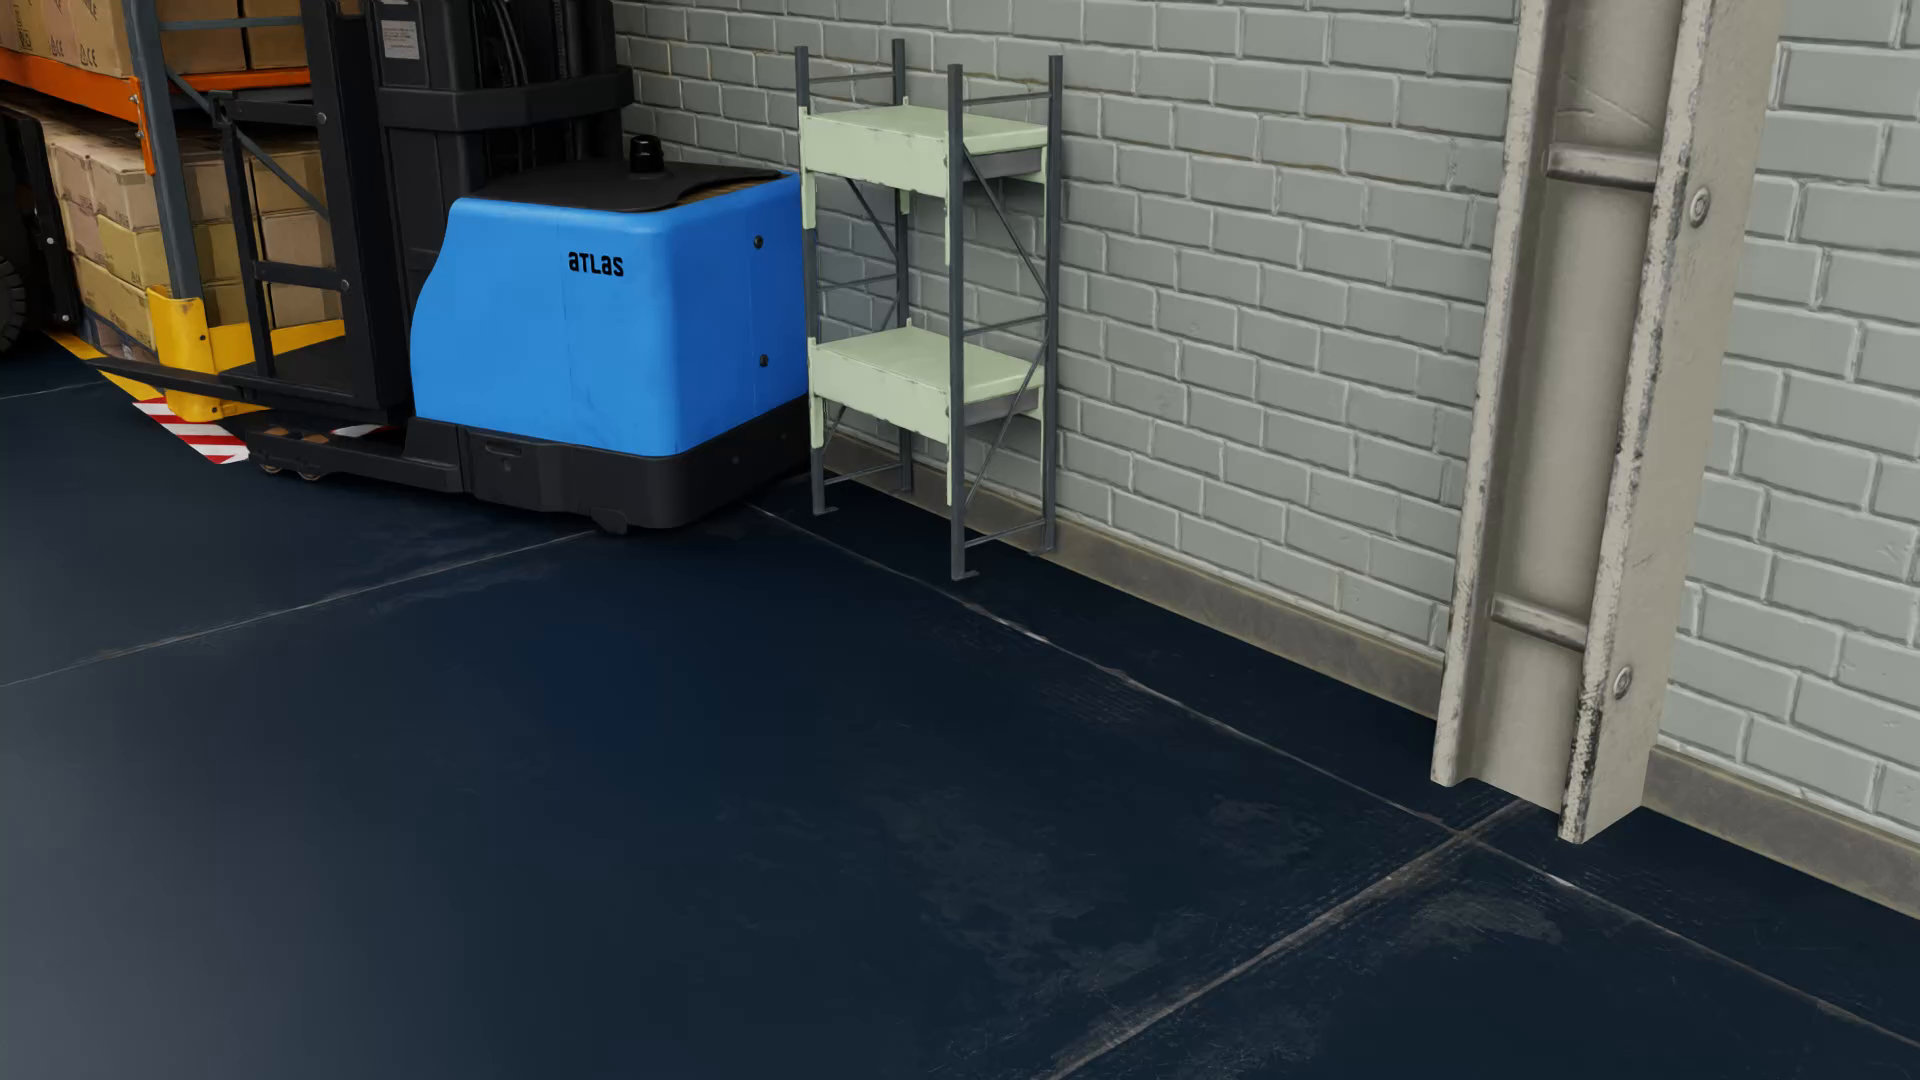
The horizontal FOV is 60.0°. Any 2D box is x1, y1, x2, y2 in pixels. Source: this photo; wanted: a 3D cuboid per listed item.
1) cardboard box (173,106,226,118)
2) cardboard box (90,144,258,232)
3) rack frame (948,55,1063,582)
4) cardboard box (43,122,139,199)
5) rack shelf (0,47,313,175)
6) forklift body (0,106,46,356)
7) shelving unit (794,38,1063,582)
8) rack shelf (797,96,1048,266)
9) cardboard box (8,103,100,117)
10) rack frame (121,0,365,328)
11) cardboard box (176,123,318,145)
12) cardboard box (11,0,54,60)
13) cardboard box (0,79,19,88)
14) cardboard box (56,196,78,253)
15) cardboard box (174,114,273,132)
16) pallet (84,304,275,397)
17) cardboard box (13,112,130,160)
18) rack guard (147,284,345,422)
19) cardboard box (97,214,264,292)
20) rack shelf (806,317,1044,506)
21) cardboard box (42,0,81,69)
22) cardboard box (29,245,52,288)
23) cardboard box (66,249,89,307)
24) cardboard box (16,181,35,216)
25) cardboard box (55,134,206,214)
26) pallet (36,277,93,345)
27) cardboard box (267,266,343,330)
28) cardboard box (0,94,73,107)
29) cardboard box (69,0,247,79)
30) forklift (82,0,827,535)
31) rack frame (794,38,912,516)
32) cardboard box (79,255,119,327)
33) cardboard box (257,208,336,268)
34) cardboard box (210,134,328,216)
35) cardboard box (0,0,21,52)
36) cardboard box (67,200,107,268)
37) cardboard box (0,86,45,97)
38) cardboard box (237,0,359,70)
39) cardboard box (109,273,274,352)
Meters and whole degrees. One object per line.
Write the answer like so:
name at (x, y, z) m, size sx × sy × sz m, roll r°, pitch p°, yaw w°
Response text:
cardboard box at (-3.915, -2.033, 8.385) m, size 0.500 × 0.250 × 0.500 m, roll -18°, pitch 28°, yaw -38°
cardboard box at (-3.305, -1.487, 6.991) m, size 0.500 × 0.250 × 0.500 m, roll -16°, pitch 27°, yaw -36°
rack frame at (0.132, -0.622, 4.845) m, size 0.400 × 1.500 × 0.023 m, roll -17°, pitch 27°, yaw -36°
cardboard box at (-3.980, -1.764, 7.698) m, size 0.500 × 0.250 × 0.500 m, roll -17°, pitch 27°, yaw -37°
rack shelf at (-4.074, -2.271, 8.155) m, size 1.077 × 0.370 × 4.000 m, roll -17°, pitch 27°, yaw -37°
forklift body at (-5.388, -1.748, 6.997) m, size 2.313 × 2.155 × 1.214 m, roll -17°, pitch 27°, yaw -37°
shelving unit at (-0.100, -0.725, 5.109) m, size 0.431 × 1.500 × 0.755 m, roll -17°, pitch 27°, yaw -36°
rack shelf at (-0.102, -1.088, 4.966) m, size 0.431 × 0.370 × 0.720 m, roll -17°, pitch 27°, yaw -36°
cardboard box at (-4.642, -2.052, 8.435) m, size 0.500 × 0.250 × 0.500 m, roll -16°, pitch 27°, yaw -36°
rack frame at (-2.769, -2.053, 6.613) m, size 1.000 × 3.000 × 0.127 m, roll -17°, pitch 27°, yaw -37°
cardboard box at (-3.268, -1.749, 7.660) m, size 0.500 × 0.250 × 0.500 m, roll -17°, pitch 27°, yaw -37°
cardboard box at (-3.955, -2.460, 7.515) m, size 0.500 × 0.500 × 0.500 m, roll -18°, pitch 28°, yaw -38°
cardboard box at (-6.229, -2.606, 10.705) m, size 0.875 × 0.625 × 0.625 m, roll -18°, pitch 28°, yaw -38°
cardboard box at (-3.995, -1.540, 7.812) m, size 0.500 × 0.250 × 0.500 m, roll -18°, pitch 28°, yaw -39°
cardboard box at (-3.586, -1.890, 8.019) m, size 0.500 × 0.250 × 0.500 m, roll -18°, pitch 27°, yaw -38°
pallet at (-3.300, -0.956, 7.636) m, size 1.003 × 0.211 × 1.213 m, roll -17°, pitch 27°, yaw -37°
cardboard box at (-4.305, -1.906, 8.060) m, size 0.500 × 0.250 × 0.500 m, roll -18°, pitch 28°, yaw -38°
rack guard at (-2.753, -0.883, 7.052) m, size 1.175 × 0.500 × 0.348 m, roll -17°, pitch 27°, yaw -37°
cardboard box at (-3.323, -1.261, 7.100) m, size 0.500 × 0.250 × 0.500 m, roll -18°, pitch 28°, yaw -38°
rack shelf at (-0.099, -0.422, 5.229) m, size 0.431 × 0.370 × 0.720 m, roll -17°, pitch 27°, yaw -36°
cardboard box at (-3.620, -2.319, 7.154) m, size 0.500 × 0.500 × 0.500 m, roll -16°, pitch 27°, yaw -36°
cardboard box at (-4.308, -1.441, 8.245) m, size 0.500 × 0.250 × 0.500 m, roll -16°, pitch 27°, yaw -36°
cardboard box at (-3.952, -1.303, 7.892) m, size 0.500 × 0.250 × 0.500 m, roll -17°, pitch 27°, yaw -37°
cardboard box at (-4.319, -1.679, 8.167) m, size 0.500 × 0.250 × 0.500 m, roll -18°, pitch 27°, yaw -38°
cardboard box at (-3.643, -1.627, 7.348) m, size 0.500 × 0.250 × 0.500 m, roll -17°, pitch 27°, yaw -36°
pallet at (-4.092, -1.293, 8.496) m, size 1.003 × 0.211 × 1.213 m, roll -17°, pitch 27°, yaw -37°
cardboard box at (-2.941, -1.151, 7.503) m, size 0.500 × 0.250 × 0.500 m, roll -17°, pitch 27°, yaw -37°
cardboard box at (-4.975, -2.187, 8.779) m, size 0.500 × 0.250 × 0.500 m, roll -17°, pitch 27°, yaw -37°
cardboard box at (-3.289, -2.173, 6.783) m, size 0.500 × 0.500 × 0.500 m, roll -18°, pitch 28°, yaw -39°
forklift at (-2.043, -1.739, 5.904) m, size 3.031 × 2.935 × 1.130 m, roll 10°, pitch 24°, yaw 25°
rack frame at (-0.332, -0.828, 5.373) m, size 0.400 × 1.500 × 0.023 m, roll -17°, pitch 27°, yaw -36°
cardboard box at (-3.632, -1.163, 7.534) m, size 0.500 × 0.250 × 0.500 m, roll -17°, pitch 27°, yaw -37°
cardboard box at (-2.918, -1.381, 7.405) m, size 0.500 × 0.250 × 0.500 m, roll -17°, pitch 27°, yaw -36°
cardboard box at (-2.939, -1.612, 7.310) m, size 0.500 × 0.250 × 0.500 m, roll -18°, pitch 28°, yaw -38°
cardboard box at (-4.292, -2.597, 7.863) m, size 0.500 × 0.500 × 0.500 m, roll -17°, pitch 27°, yaw -37°
cardboard box at (-3.642, -1.402, 7.461) m, size 0.500 × 0.250 × 0.500 m, roll -18°, pitch 28°, yaw -38°
cardboard box at (-5.302, -2.331, 9.145) m, size 0.500 × 0.250 × 0.500 m, roll -18°, pitch 28°, yaw -38°
cardboard box at (-2.882, -2.303, 7.113) m, size 0.500 × 0.500 × 0.500 m, roll -16°, pitch 27°, yaw -36°
cardboard box at (-3.315, -1.023, 7.178) m, size 0.500 × 0.250 × 0.500 m, roll -17°, pitch 27°, yaw -37°
